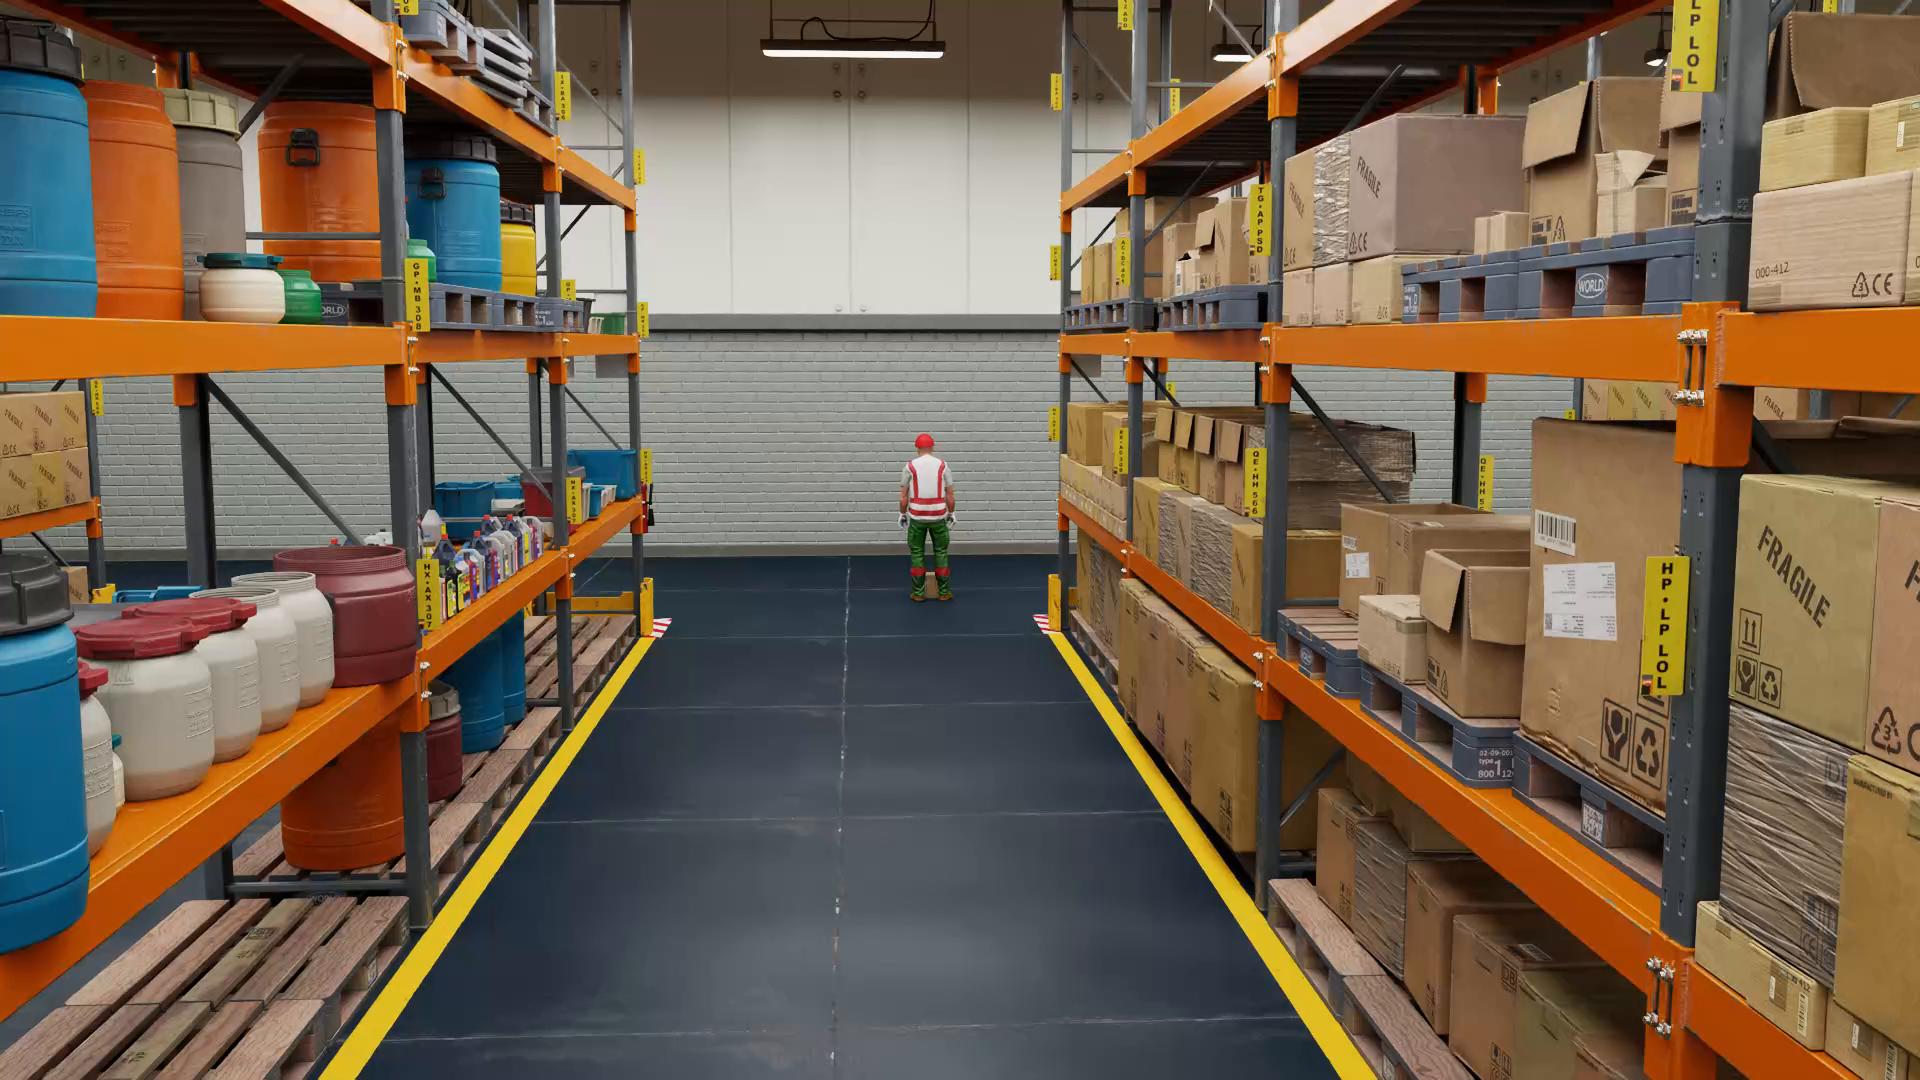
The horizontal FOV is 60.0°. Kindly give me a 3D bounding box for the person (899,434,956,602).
[{"bbox_3d":[-0.346,-0.242,17.715,0.617,1.778,0.456,-1,7,-5],"label":"person"}]
